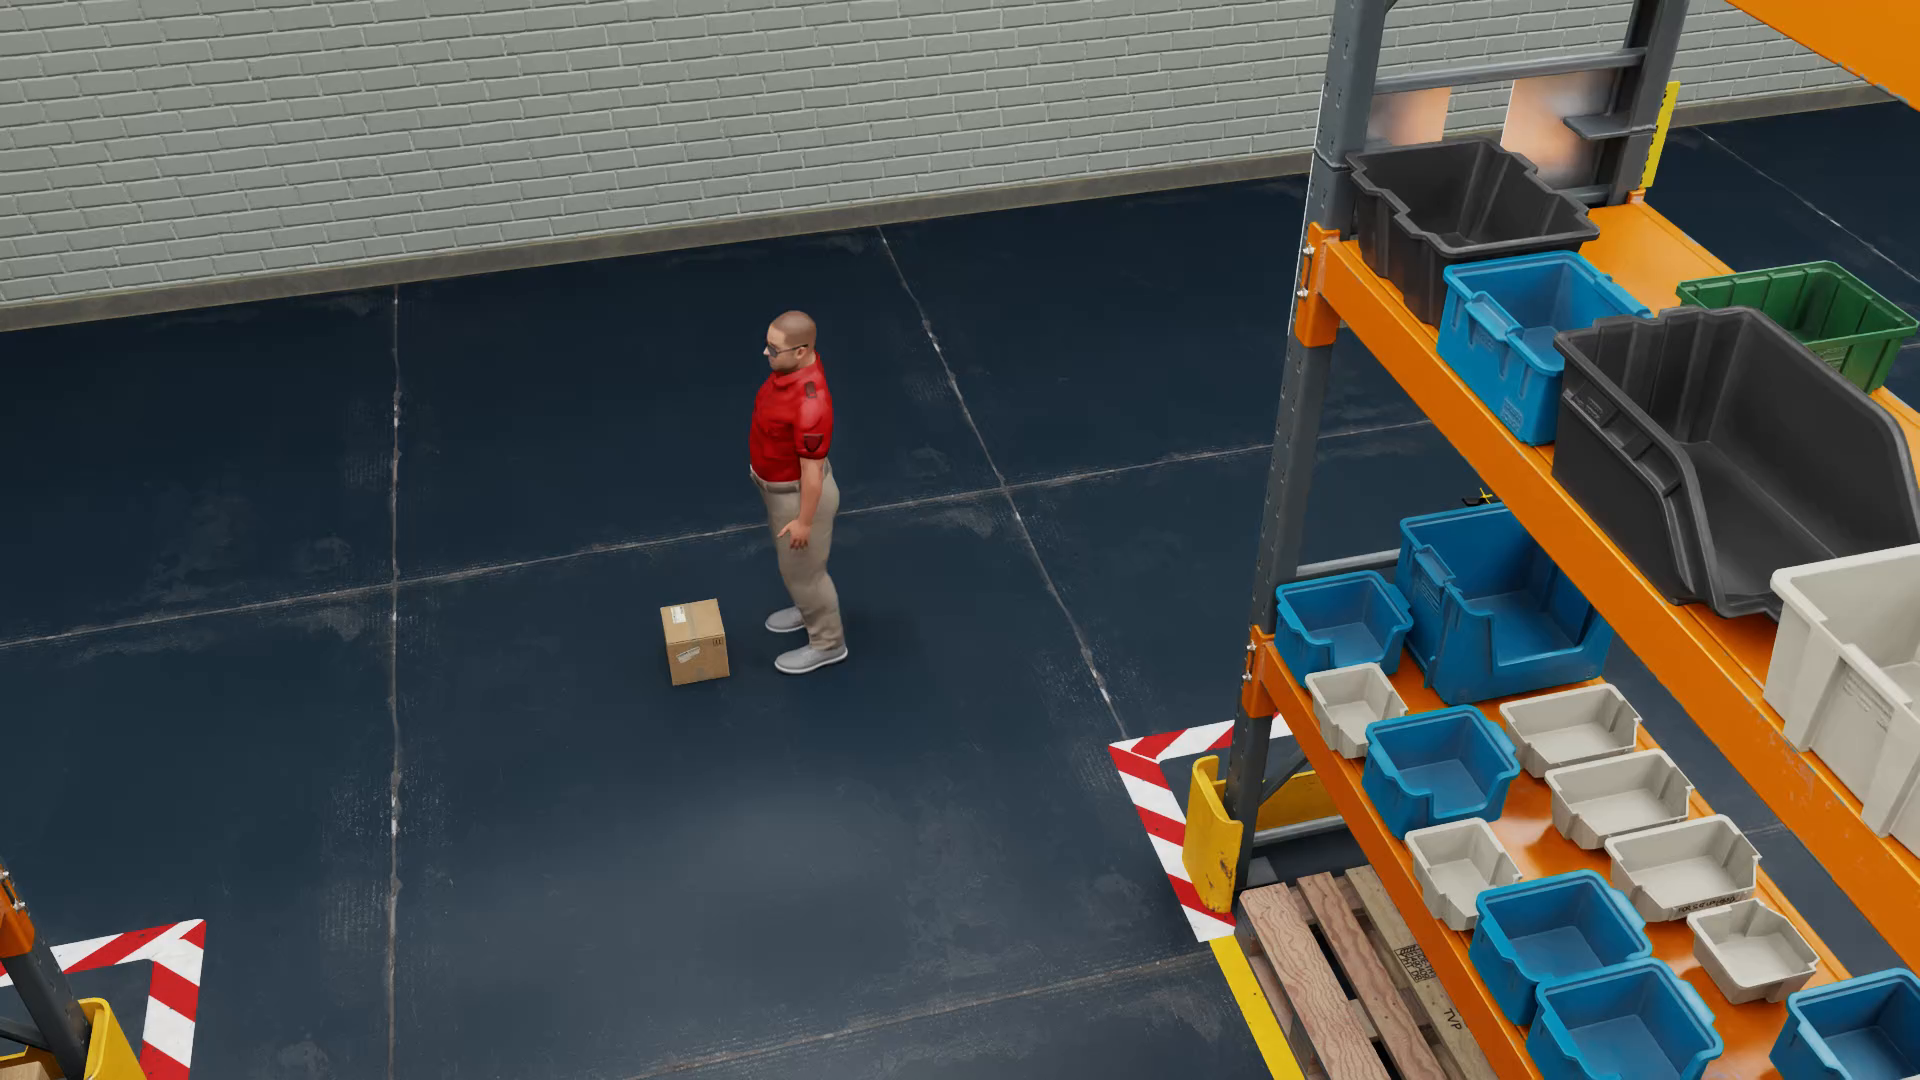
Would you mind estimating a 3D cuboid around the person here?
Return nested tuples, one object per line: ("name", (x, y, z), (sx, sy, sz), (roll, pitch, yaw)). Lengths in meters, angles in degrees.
("person", (-0.696, -0.197, 6.988), (0.360, 1.724, 0.527), (-9, 39, -11))
